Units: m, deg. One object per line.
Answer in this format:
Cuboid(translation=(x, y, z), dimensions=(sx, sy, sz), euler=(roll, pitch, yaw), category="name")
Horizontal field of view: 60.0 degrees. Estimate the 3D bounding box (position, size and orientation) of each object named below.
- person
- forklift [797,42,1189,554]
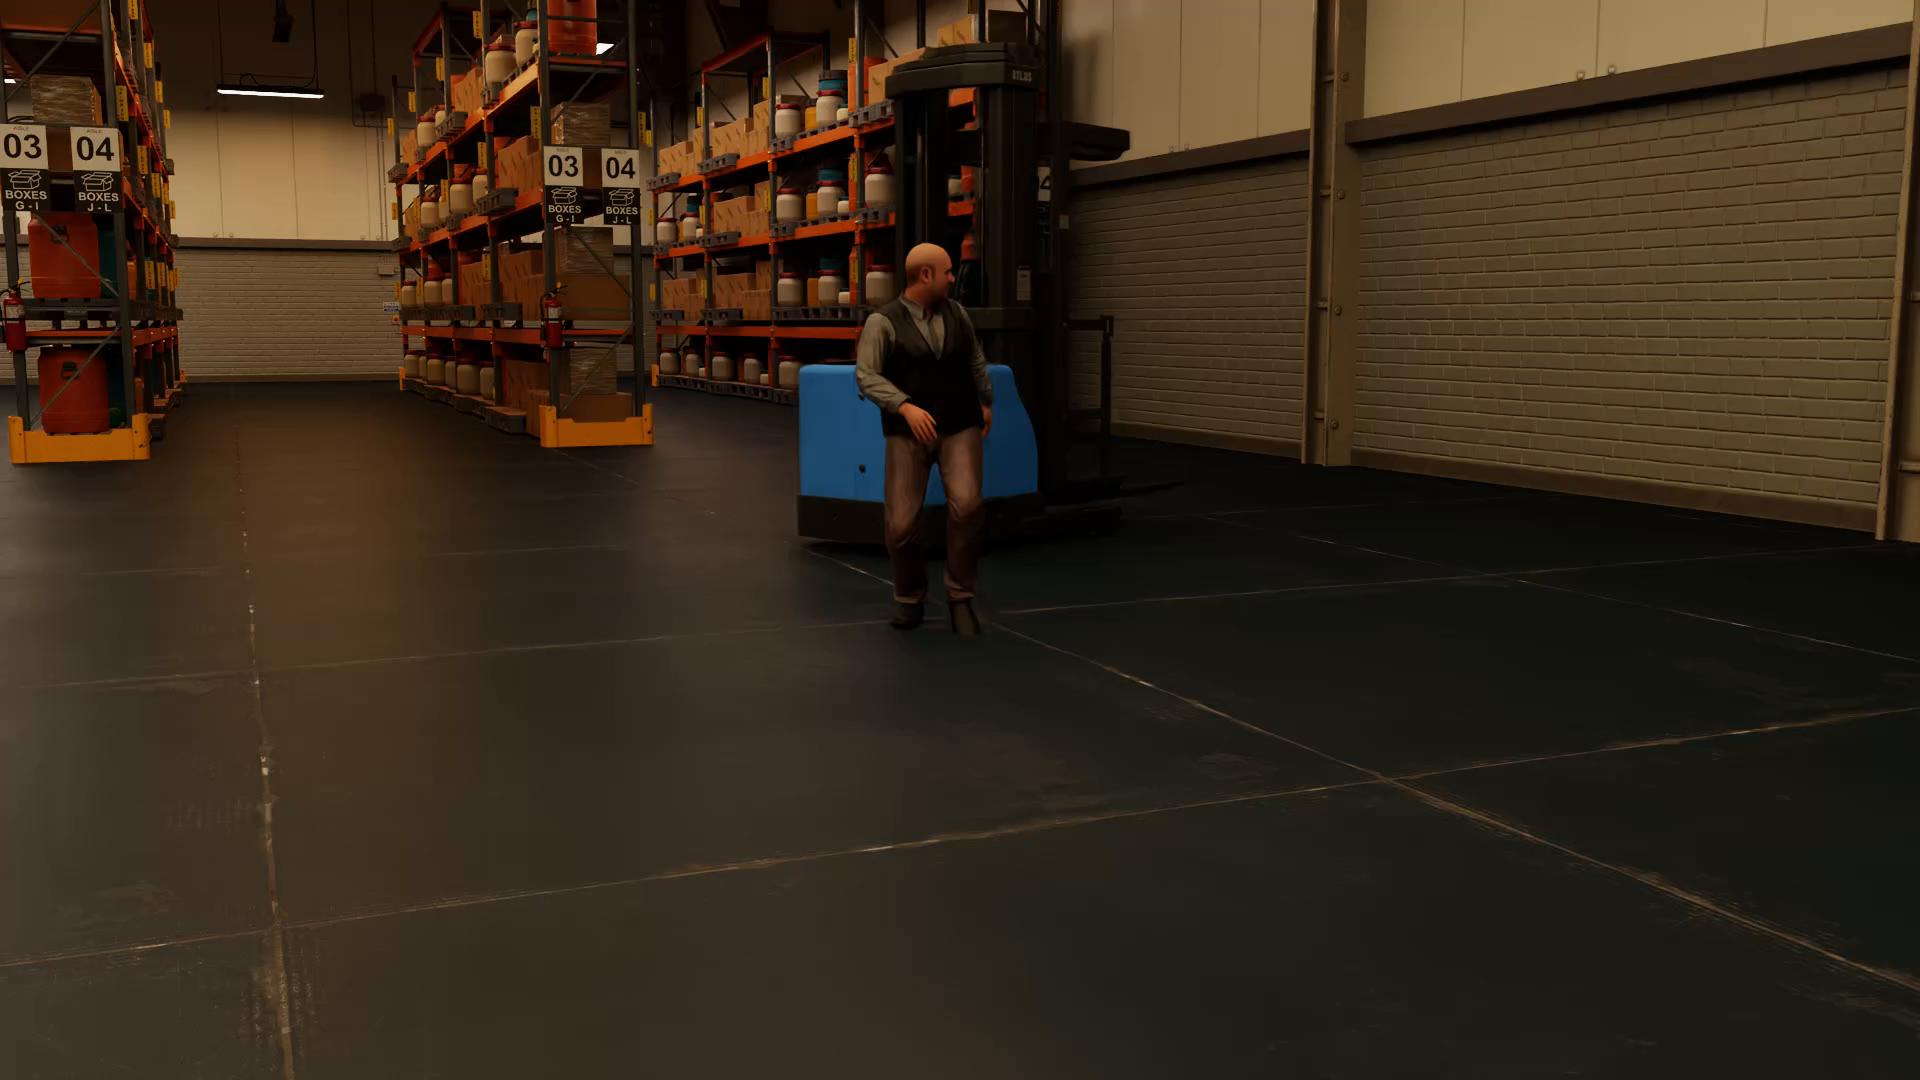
Cuboid(translation=(-0.130, -0.421, 7.199), dimensions=(0.655, 1.700, 0.746), euler=(-1, 8, -7), category="person")
Cuboid(translation=(0.367, -1.521, 10.478), dimensions=(1.130, 2.935, 3.031), euler=(6, 10, 40), category="forklift")
